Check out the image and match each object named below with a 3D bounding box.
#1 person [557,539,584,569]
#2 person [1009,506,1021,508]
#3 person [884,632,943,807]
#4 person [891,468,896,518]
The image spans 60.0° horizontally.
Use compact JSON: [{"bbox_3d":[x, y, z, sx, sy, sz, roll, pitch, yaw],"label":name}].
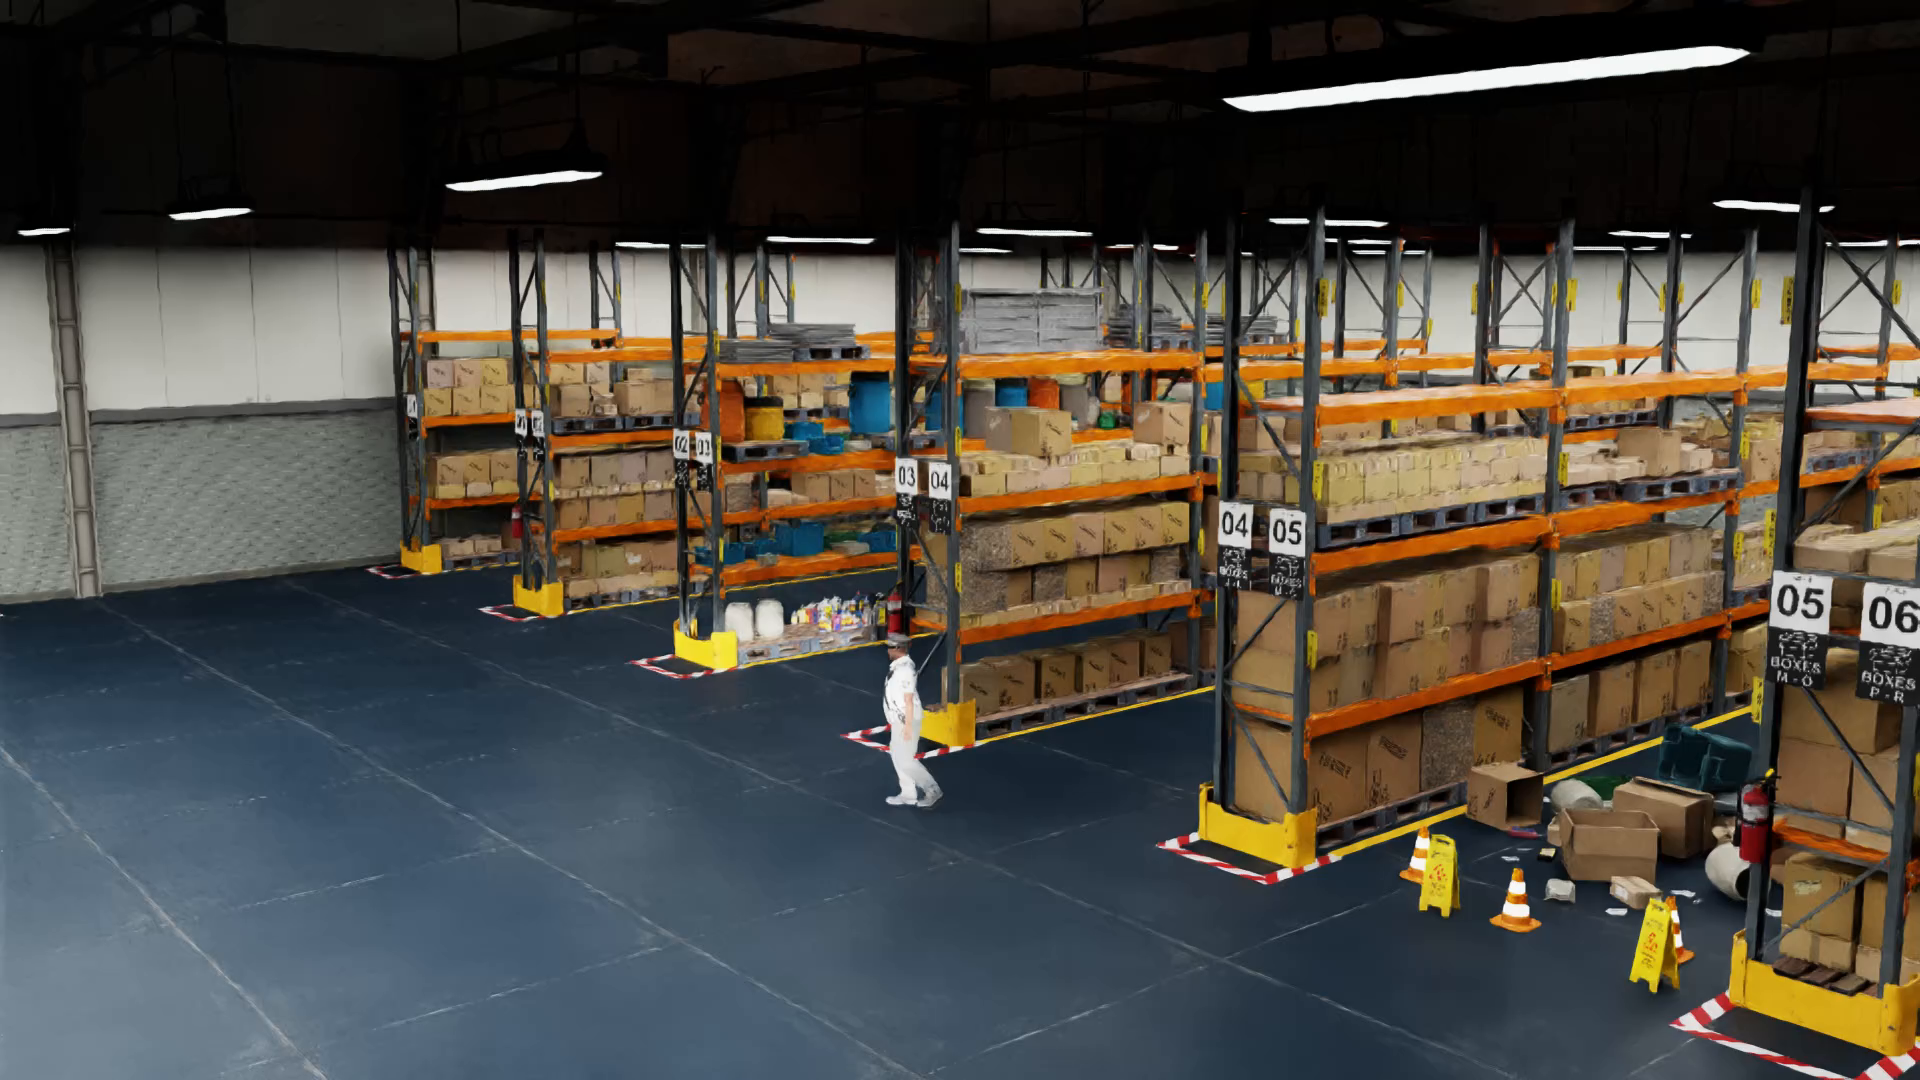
[{"bbox_3d":[-6.725,-0.036,28.704,0.467,1.599,0.449,-1,9,-8],"label":"person"},{"bbox_3d":[0.829,0.134,25.544,0.399,1.667,0.596,5,10,31],"label":"person"},{"bbox_3d":[-0.471,1.783,16.519,0.579,1.746,0.593,-1,9,-4],"label":"person"},{"bbox_3d":[-1.155,-0.687,33.223,0.519,1.541,0.566,-8,12,-42],"label":"person"}]
